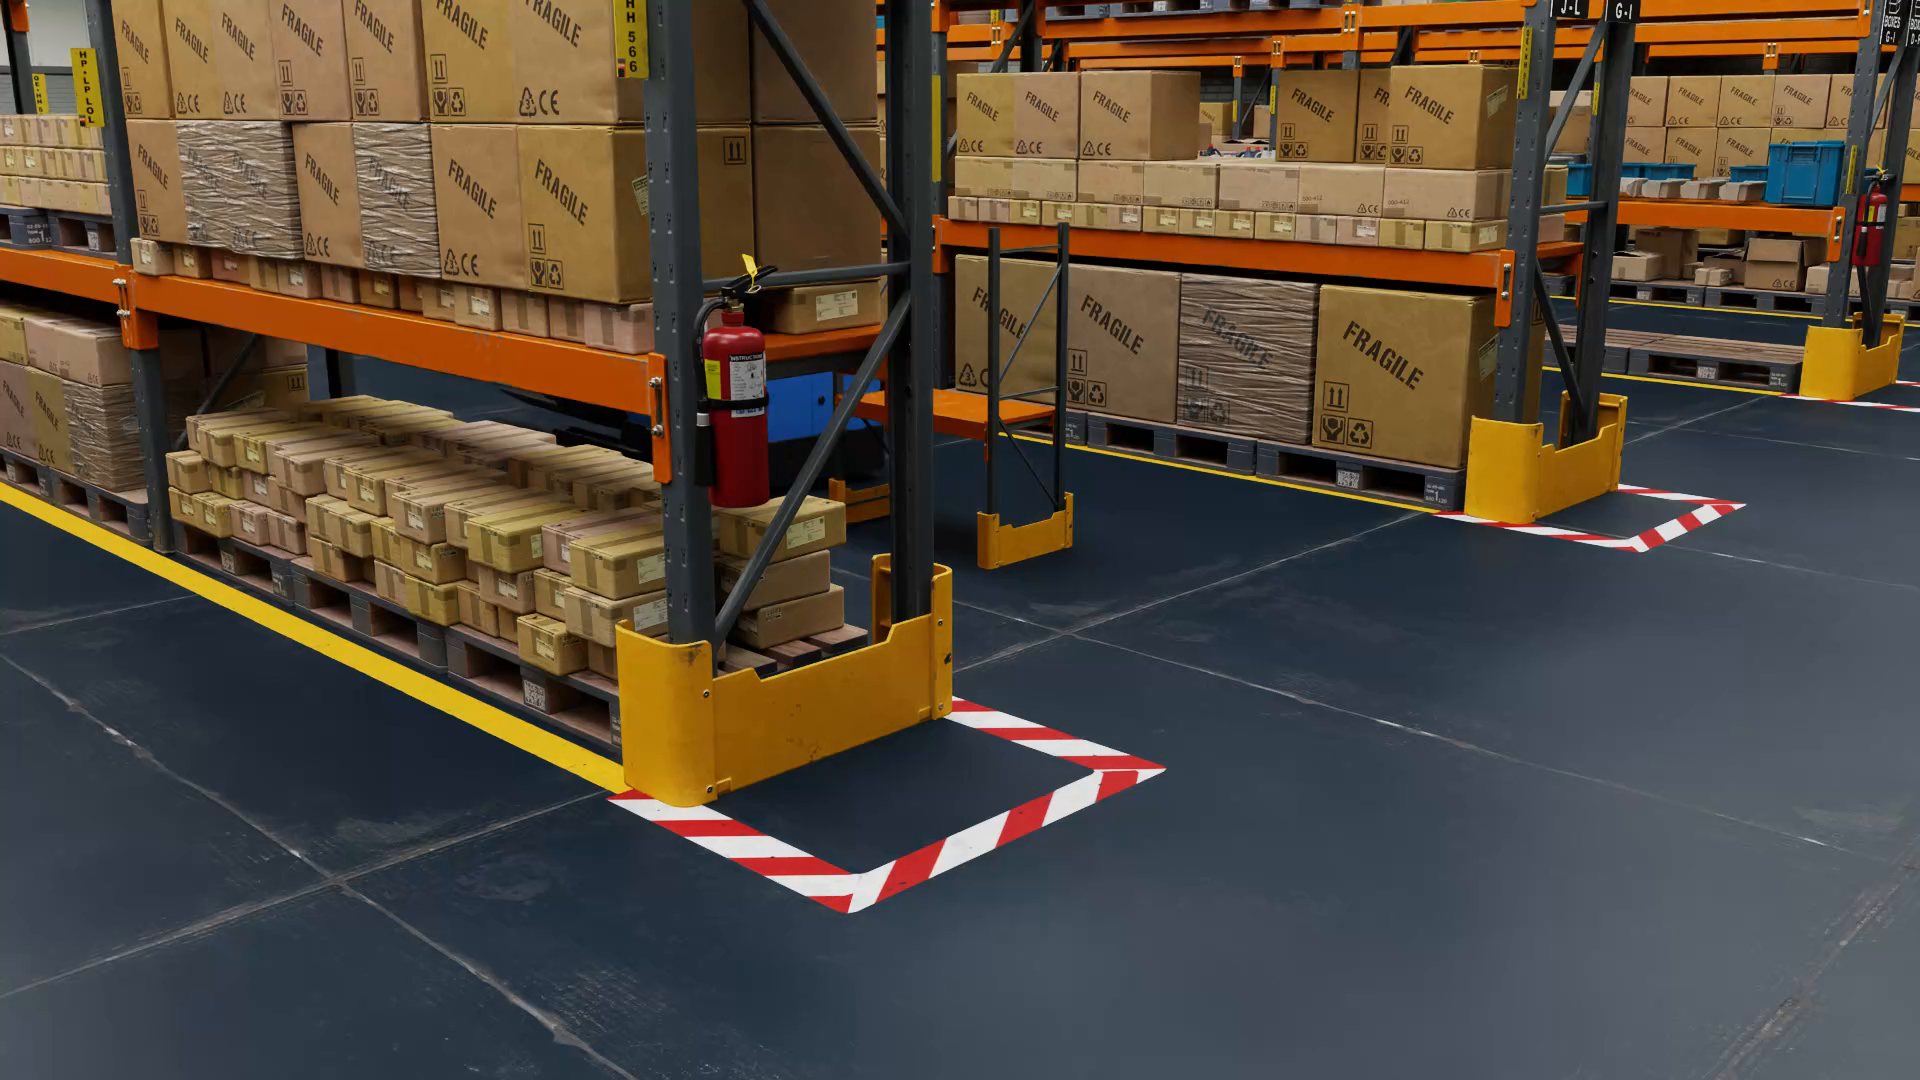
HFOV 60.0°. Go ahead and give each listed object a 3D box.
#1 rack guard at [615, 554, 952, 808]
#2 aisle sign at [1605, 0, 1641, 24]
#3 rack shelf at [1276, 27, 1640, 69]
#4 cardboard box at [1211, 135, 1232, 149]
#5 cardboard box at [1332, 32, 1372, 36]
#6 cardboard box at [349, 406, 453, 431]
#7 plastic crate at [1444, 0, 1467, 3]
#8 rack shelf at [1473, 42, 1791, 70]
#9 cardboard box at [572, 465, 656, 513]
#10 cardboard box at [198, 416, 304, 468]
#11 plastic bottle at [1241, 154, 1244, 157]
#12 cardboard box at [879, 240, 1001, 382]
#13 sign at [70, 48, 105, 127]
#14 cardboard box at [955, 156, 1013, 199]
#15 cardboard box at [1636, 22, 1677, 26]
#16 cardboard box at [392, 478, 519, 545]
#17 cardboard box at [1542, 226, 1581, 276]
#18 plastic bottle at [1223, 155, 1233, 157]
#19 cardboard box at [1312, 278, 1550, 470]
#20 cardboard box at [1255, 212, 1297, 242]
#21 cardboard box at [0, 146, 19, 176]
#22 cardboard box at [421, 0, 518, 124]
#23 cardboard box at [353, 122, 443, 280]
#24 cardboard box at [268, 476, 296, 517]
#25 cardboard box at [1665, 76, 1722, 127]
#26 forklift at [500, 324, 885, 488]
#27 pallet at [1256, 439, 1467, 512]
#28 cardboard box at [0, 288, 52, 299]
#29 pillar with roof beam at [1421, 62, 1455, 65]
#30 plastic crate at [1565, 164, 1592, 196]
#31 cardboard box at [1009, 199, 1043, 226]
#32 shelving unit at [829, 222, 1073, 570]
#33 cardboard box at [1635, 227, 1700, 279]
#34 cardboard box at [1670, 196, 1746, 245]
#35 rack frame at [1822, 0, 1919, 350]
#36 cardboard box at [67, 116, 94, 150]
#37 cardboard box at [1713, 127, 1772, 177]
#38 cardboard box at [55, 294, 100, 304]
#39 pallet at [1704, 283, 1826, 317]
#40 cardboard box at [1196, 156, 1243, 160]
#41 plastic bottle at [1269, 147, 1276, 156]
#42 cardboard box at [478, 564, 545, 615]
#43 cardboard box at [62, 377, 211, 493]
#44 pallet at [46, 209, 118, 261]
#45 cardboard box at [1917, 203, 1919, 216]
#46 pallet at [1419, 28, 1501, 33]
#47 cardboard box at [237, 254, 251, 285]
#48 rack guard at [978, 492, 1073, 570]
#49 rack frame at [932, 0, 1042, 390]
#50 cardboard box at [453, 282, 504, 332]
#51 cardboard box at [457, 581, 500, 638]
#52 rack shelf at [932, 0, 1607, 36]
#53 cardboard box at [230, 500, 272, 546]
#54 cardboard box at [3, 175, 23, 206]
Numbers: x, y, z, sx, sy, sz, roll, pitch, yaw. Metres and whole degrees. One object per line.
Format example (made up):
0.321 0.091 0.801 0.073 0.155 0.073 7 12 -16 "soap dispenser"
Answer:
-0.529 0.418 5.335 0.348 0.500 1.175 14 20 42 "rack guard"
3.301 -2.960 8.188 0.004 0.787 0.394 14 20 42 "aisle sign"
5.600 -5.611 18.997 4.000 0.370 1.077 14 20 42 "rack shelf"
4.166 -6.423 26.891 0.500 0.250 0.500 14 20 42 "cardboard box"
4.865 -6.198 19.624 0.500 0.500 0.910 14 20 42 "cardboard box"
-2.522 -0.495 7.523 0.250 0.149 0.380 13 20 42 "cardboard box"
4.114 -4.589 14.067 0.662 0.188 0.450 14 20 42 "plastic crate"
9.036 -6.511 22.450 4.000 0.370 1.077 14 20 42 "rack shelf"
-1.226 -0.165 6.257 0.250 0.149 0.380 12 19 40 "cardboard box"
-3.093 -0.433 7.284 0.380 0.149 0.250 -13 20 -41 "cardboard box"
2.697 -3.552 15.862 0.135 0.276 0.152 14 20 42 "plastic bottle"
-0.313 -1.644 11.673 0.875 0.875 1.225 14 20 42 "cardboard box"
-3.737 -1.937 7.120 0.005 0.325 0.100 14 20 42 "sign"
0.318 -2.302 10.526 0.500 0.250 0.500 13 20 41 "cardboard box"
7.219 -5.407 17.082 0.500 0.250 0.500 14 20 42 "cardboard box"
-1.821 -0.106 6.033 0.380 0.149 0.250 -14 20 -42 "cardboard box"
6.486 -3.196 18.332 0.500 0.500 0.500 14 20 42 "cardboard box"
2.465 -3.362 15.132 0.135 0.276 0.152 14 20 42 "plastic bottle"
2.525 -0.933 8.945 0.875 0.875 0.875 14 20 42 "cardboard box"
1.820 -1.720 9.082 0.250 0.149 0.380 13 20 41 "cardboard box"
-4.729 -1.967 8.609 0.250 0.149 0.380 14 20 42 "cardboard box"
-1.341 -1.578 5.267 0.500 0.500 0.500 13 19 40 "cardboard box"
-1.715 -1.180 5.724 0.500 0.500 0.500 14 20 42 "cardboard box"
-2.678 -0.212 7.028 0.250 0.149 0.380 12 19 39 "cardboard box"
7.556 -4.466 16.943 0.500 0.500 0.500 13 19 40 "cardboard box"
-1.759 -1.955 9.621 1.130 2.935 3.031 -12 19 -39 "forklift"
2.411 -0.437 9.190 1.213 0.211 1.003 14 20 42 "pallet"
-5.540 -1.281 9.537 0.500 0.250 0.500 13 20 42 "cardboard box"
4.273 -8.264 21.801 0.400 9.000 9.100 14 20 42 "pillar with roof beam"
4.823 -2.820 13.020 0.300 0.233 0.416 14 20 42 "plastic crate"
0.523 -2.035 10.291 0.380 0.149 0.250 -14 20 -42 "cardboard box"
-0.055 -0.739 7.794 1.083 1.500 0.587 14 20 42 "shelving unit"
7.647 -3.113 18.015 0.500 0.500 0.500 14 20 42 "cardboard box"
9.918 -4.311 21.958 0.750 0.750 0.750 14 20 43 "cardboard box"
6.479 -2.559 11.806 0.127 3.000 1.000 14 20 42 "rack frame"
-3.972 -1.929 7.872 0.250 0.149 0.380 13 19 41 "cardboard box"
7.947 -3.891 16.717 0.500 0.500 0.500 14 20 42 "cardboard box"
-4.833 -1.284 9.549 0.500 0.250 0.500 -14 20 -43 "cardboard box"
8.416 -2.475 17.011 1.213 0.211 1.003 14 20 42 "pallet"
1.403 -2.223 10.221 0.500 0.250 0.500 -14 20 -43 "cardboard box"
2.811 -3.363 14.989 0.185 0.351 0.144 14 20 42 "plastic bottle"
-1.428 0.123 5.741 0.250 0.149 0.380 13 19 40 "cardboard box"
-4.062 -0.555 8.239 0.500 0.500 0.500 13 20 41 "cardboard box"
-3.803 -1.545 8.294 1.213 0.211 1.003 14 20 42 "pallet"
11.915 -4.050 20.364 0.250 0.149 0.380 13 20 41 "cardboard box"
5.871 -5.826 18.768 1.003 0.211 1.213 14 20 42 "pallet"
-2.720 -1.130 6.818 0.250 0.149 0.380 13 19 40 "cardboard box"
0.304 -0.047 7.617 0.087 0.250 0.587 14 20 42 "rack guard"
0.162 -2.360 11.042 0.127 3.000 1.000 14 20 42 "rack frame"
-1.449 -0.794 5.528 0.380 0.149 0.250 -14 20 -43 "cardboard box"
-1.571 0.215 5.979 0.250 0.149 0.380 14 20 43 "cardboard box"
1.601 -3.114 9.411 4.000 0.370 1.077 14 20 42 "rack shelf"
-2.908 -0.099 7.184 0.250 0.149 0.380 14 20 42 "cardboard box"
-4.717 -1.821 8.635 0.380 0.149 0.250 -13 20 -42 "cardboard box"
